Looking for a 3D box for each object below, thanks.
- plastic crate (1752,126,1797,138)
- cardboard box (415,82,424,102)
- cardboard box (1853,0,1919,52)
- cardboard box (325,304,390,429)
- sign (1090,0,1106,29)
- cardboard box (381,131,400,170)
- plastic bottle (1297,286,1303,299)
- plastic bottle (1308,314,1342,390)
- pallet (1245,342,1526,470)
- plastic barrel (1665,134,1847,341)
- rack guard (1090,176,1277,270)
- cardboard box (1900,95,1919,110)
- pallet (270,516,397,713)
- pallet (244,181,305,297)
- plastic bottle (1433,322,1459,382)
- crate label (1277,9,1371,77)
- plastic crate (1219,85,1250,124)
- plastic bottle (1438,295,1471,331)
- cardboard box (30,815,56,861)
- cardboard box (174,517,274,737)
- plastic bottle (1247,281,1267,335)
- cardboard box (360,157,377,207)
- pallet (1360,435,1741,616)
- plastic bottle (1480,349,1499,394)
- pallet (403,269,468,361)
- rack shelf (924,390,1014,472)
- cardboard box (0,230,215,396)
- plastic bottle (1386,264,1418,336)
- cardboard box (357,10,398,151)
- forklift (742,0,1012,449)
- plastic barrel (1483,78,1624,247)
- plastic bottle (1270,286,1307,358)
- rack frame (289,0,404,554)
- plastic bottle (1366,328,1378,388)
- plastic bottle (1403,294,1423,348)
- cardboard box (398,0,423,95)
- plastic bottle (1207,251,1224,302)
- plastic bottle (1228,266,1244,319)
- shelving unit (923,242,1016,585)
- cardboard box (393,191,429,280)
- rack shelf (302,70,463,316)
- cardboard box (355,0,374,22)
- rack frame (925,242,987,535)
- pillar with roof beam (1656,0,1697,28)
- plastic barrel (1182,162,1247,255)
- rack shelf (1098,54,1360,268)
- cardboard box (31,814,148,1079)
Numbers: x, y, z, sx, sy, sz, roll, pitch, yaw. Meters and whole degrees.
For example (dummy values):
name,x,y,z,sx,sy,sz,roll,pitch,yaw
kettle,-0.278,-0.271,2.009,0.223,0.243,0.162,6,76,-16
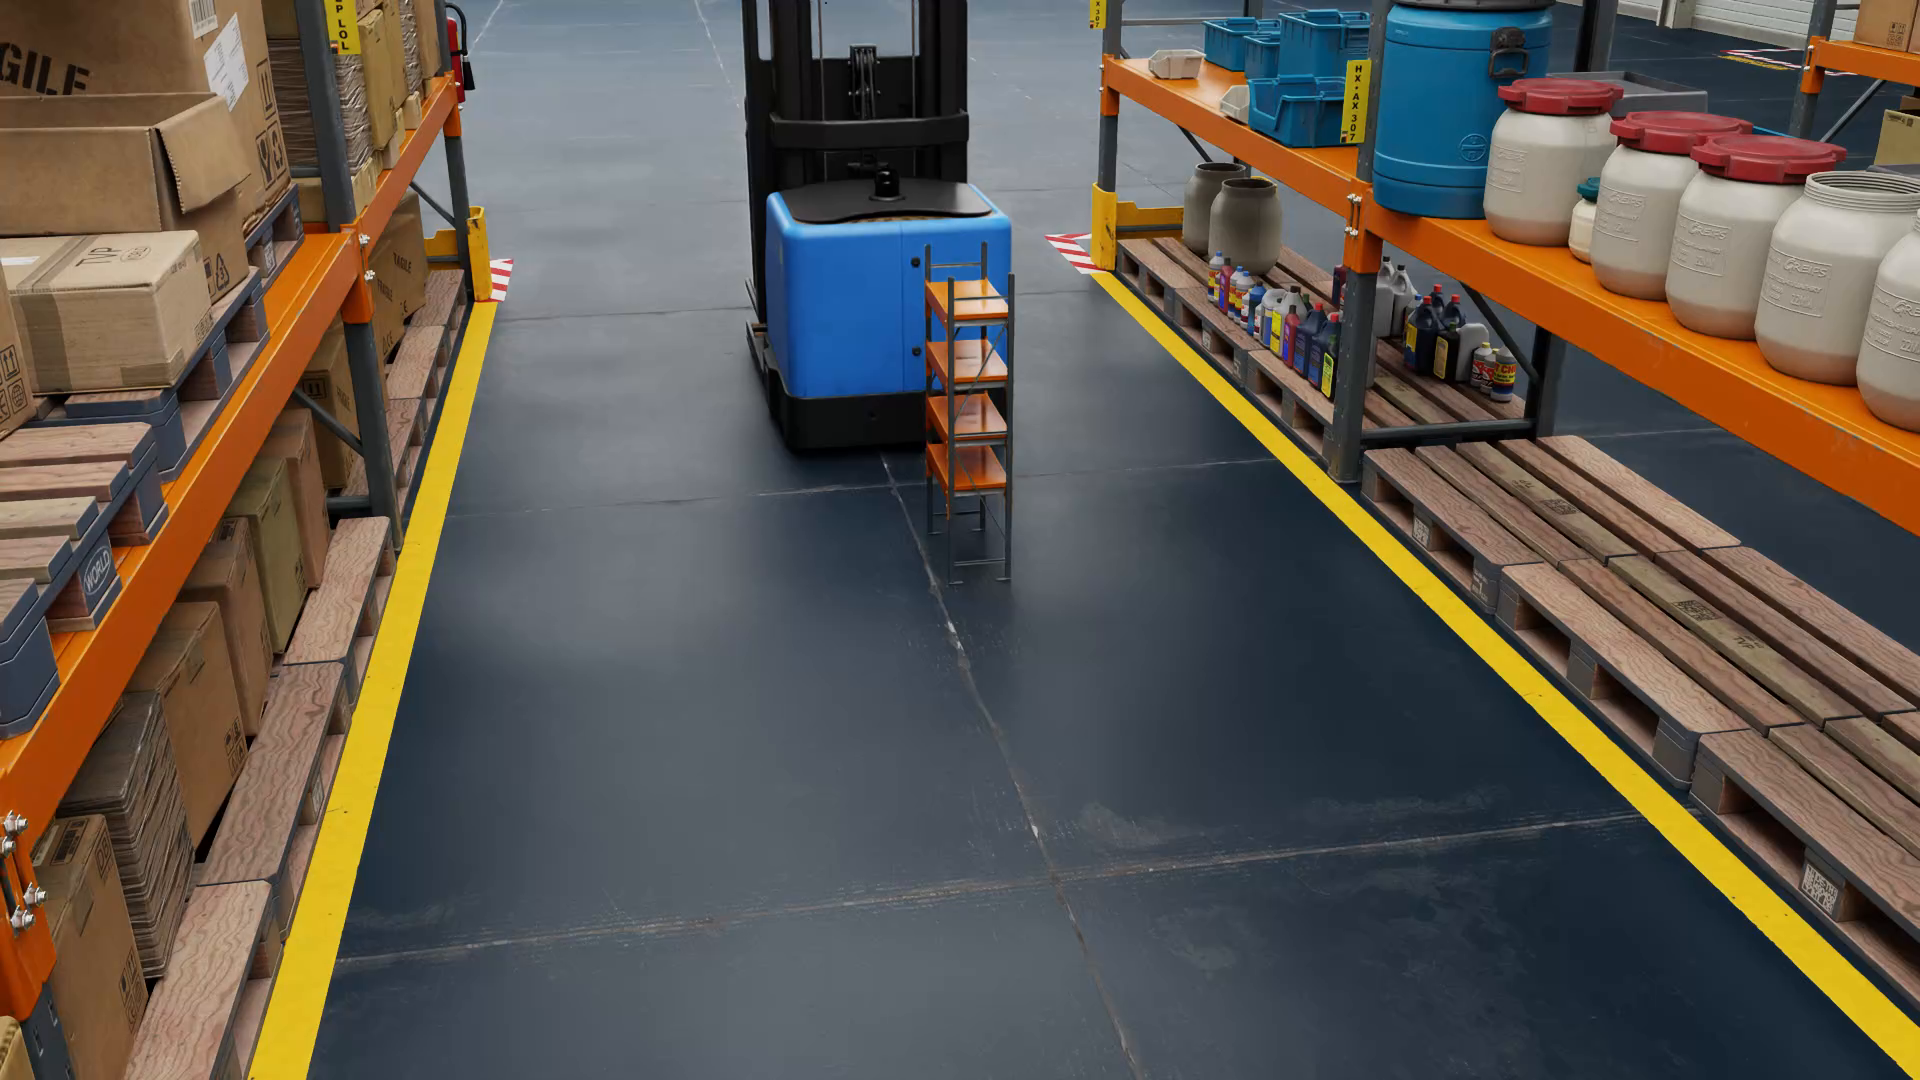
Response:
name,x,y,z,sx,sy,sz,roll,pitch,yaw
plastic crate,2.647,-1.256,5.897,0.392,0.384,0.575,-4,24,-10
cardboard box,-3.041,-2.376,8.757,0.380,0.149,0.250,-4,24,-10
cardboard box,6.340,-3.474,10.831,0.700,0.500,0.500,-4,24,-10
cardboard box,-2.879,-0.739,7.293,0.500,0.500,0.500,3,24,7
sign,0.856,-3.335,10.293,0.100,0.325,0.005,-4,24,-10
cardboard box,-2.643,-1.694,7.194,0.380,0.149,0.250,-4,24,-10
plastic bottle,1.718,-1.138,8.451,0.061,0.283,0.133,-4,24,-10
plastic bottle,1.735,-0.894,7.808,0.144,0.351,0.185,-5,24,-11
pallet,2.054,-0.663,8.005,1.003,0.211,1.213,-4,24,-10
plastic barrel,2.314,-0.885,4.859,0.433,0.535,0.433,0,24,0
rack guard,1.458,-2.075,10.877,1.175,0.500,0.348,-4,24,-10
cardboard box,6.658,-2.700,11.157,0.500,0.500,0.500,-4,24,-10
pallet,-2.585,0.277,5.853,1.003,0.211,1.213,-4,24,-10
pallet,-2.732,-0.908,5.321,1.003,0.211,1.213,-4,24,-10
plastic bottle,2.318,-0.906,7.920,0.061,0.283,0.133,-4,24,-10
crate label,2.003,-2.560,8.819,0.502,0.435,0.616,-4,24,-10
plastic crate,1.588,-2.173,8.307,0.530,0.136,0.437,-4,24,-10
plastic bottle,2.396,-1.010,8.074,0.144,0.351,0.185,-4,24,-8
cardboard box,-2.144,0.605,3.254,0.500,0.250,0.500,-3,24,-8
cardboard box,-2.465,0.289,4.915,0.700,0.500,0.500,-6,24,-14
plastic bottle,1.546,-1.209,8.628,0.097,0.271,0.097,0,24,0
cardboard box,-2.508,-1.398,6.518,0.380,0.149,0.250,-4,24,-10
pallet,2.320,-0.090,6.692,1.003,0.211,1.213,-4,24,-10
plastic bottle,2.490,-0.791,7.760,0.097,0.201,0.097,0,24,0
pallet,-3.341,-1.251,9.350,1.003,0.211,1.213,-4,24,-10
rack shelf,0.031,-0.423,6.388,0.258,0.148,0.480,-4,24,-10
cardboard box,-2.075,-0.534,3.888,0.500,0.250,0.500,-5,24,-11
plastic bottle,2.282,-1.251,8.627,0.144,0.351,0.185,-4,24,-10
cardboard box,-2.811,-1.870,6.788,0.875,0.500,0.500,-4,24,-10
forklift,-0.556,-2.317,8.392,1.130,2.935,3.031,-5,24,-11
plastic barrel,2.098,-1.344,5.909,0.433,0.535,0.433,0,24,0
plastic bottle,1.639,-1.096,8.272,0.144,0.351,0.185,-4,24,-10
rack frame,-2.731,-1.307,5.996,1.000,3.000,0.127,-4,24,-10
plastic bottle,1.876,-0.904,7.833,0.144,0.351,0.185,-4,24,-10
plastic bottle,2.297,-1.103,8.386,0.097,0.271,0.097,0,24,0
cardboard box,-3.135,-2.457,8.131,0.875,0.500,0.500,-4,24,-10
plastic bottle,1.426,-1.462,9.210,0.097,0.271,0.097,0,24,0
plastic bottle,1.490,-1.328,8.901,0.097,0.271,0.097,0,24,0
shelving unit,0.031,-0.485,6.361,0.258,1.200,0.503,-4,24,-10
cardboard box,-3.371,-1.681,9.449,0.500,0.500,0.500,0,24,0
rack shelf,-3.100,-1.764,7.941,1.077,0.370,4.000,-4,24,-10
cardboard box,-2.658,-2.340,6.614,0.500,0.500,0.500,-4,24,-10
rack frame,-0.015,-0.581,6.581,0.240,1.200,0.015,-4,24,-10
pillar with roof beam,5.663,-10.920,20.509,9.100,9.000,0.400,-4,24,-10
plastic barrel,1.594,-2.046,10.272,0.421,0.512,0.421,0,24,0
rack shelf,1.767,-2.131,8.780,1.077,0.370,4.000,-4,24,-10
cardboard box,-2.134,0.948,3.405,0.700,0.500,0.500,-6,24,-13
